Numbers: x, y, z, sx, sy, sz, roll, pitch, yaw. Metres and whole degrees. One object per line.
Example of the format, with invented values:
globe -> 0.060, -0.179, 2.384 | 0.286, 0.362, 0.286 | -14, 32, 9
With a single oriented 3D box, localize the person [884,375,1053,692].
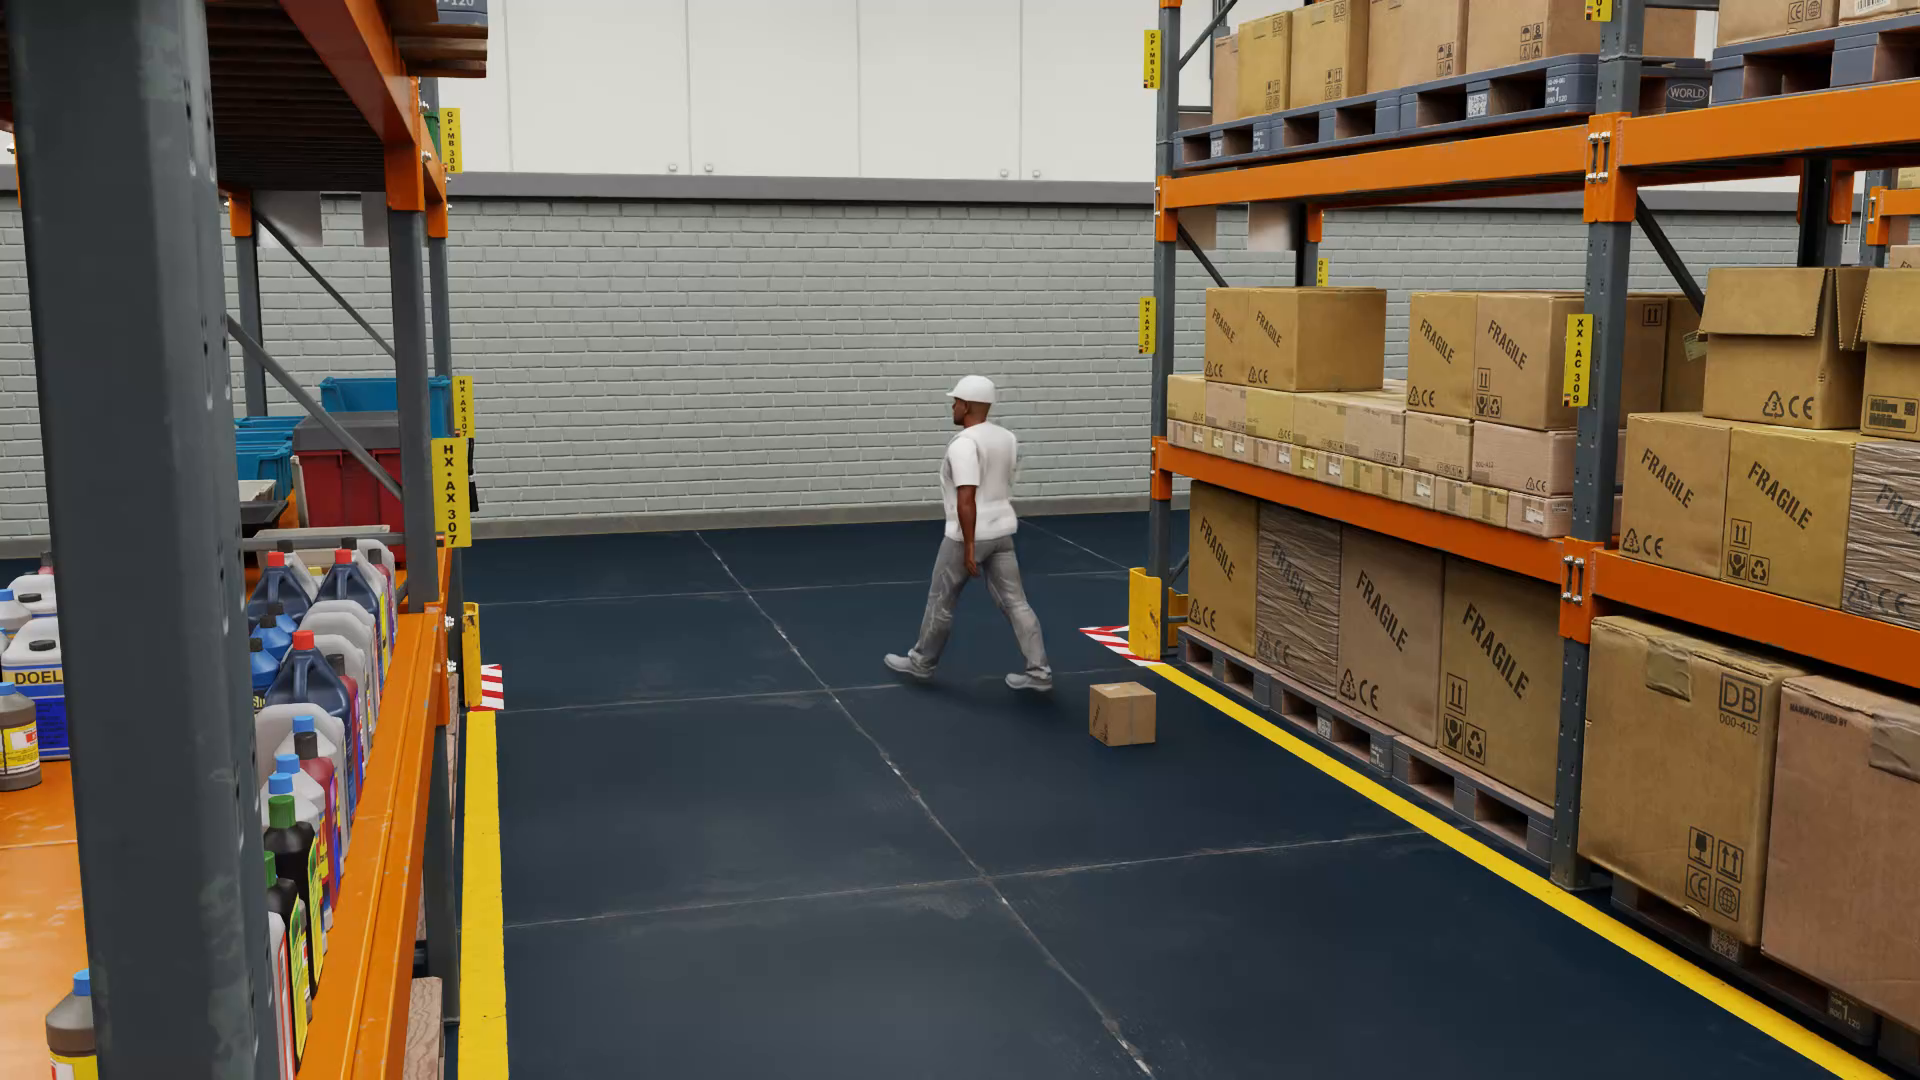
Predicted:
person -> 0.067, -0.046, 9.083 | 1.070, 1.704, 0.564 | 8, 12, 41
